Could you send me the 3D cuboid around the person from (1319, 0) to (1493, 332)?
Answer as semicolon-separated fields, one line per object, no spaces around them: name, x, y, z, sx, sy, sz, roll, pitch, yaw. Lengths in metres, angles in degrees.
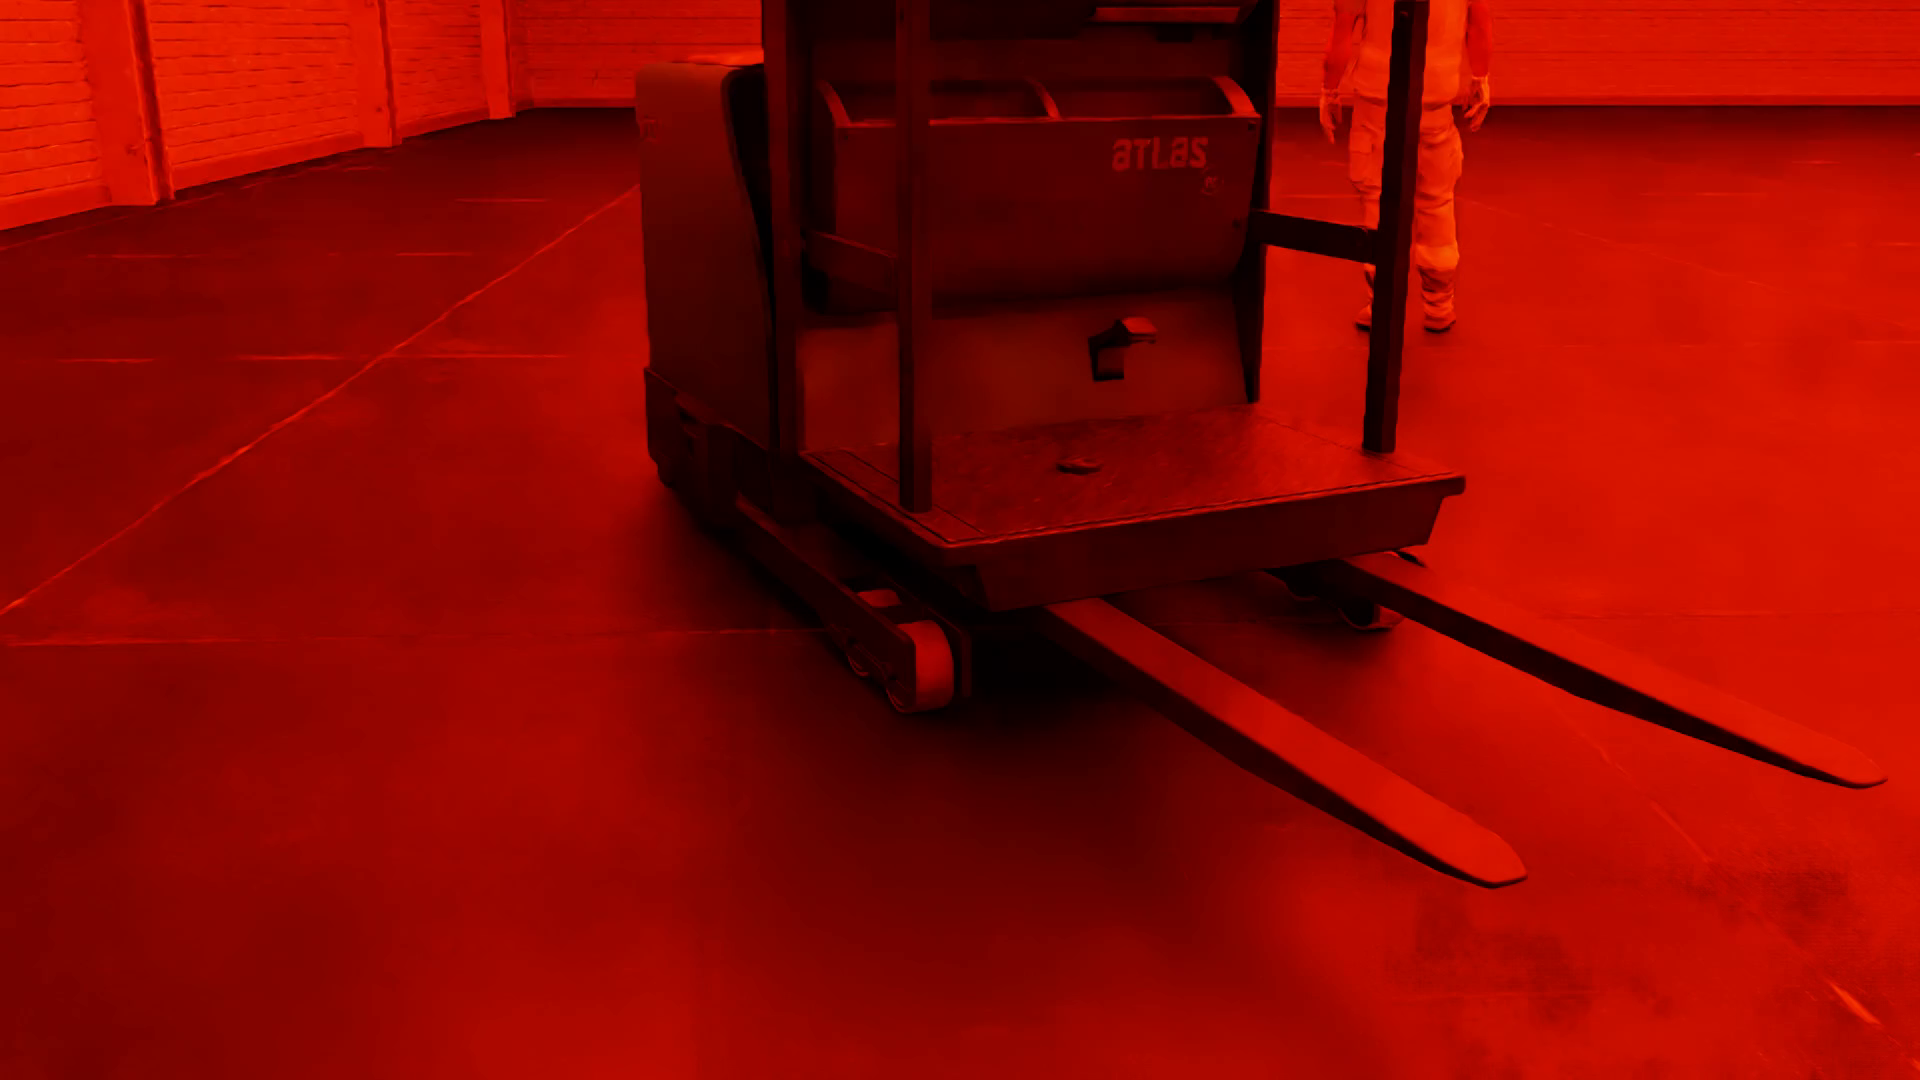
person;1.696;-1.694;6.370;0.637;1.787;0.564;2;17;5

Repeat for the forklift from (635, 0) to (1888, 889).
forklift;0.258;-1.240;2.962;1.130;2.935;3.031;-8;19;-24
